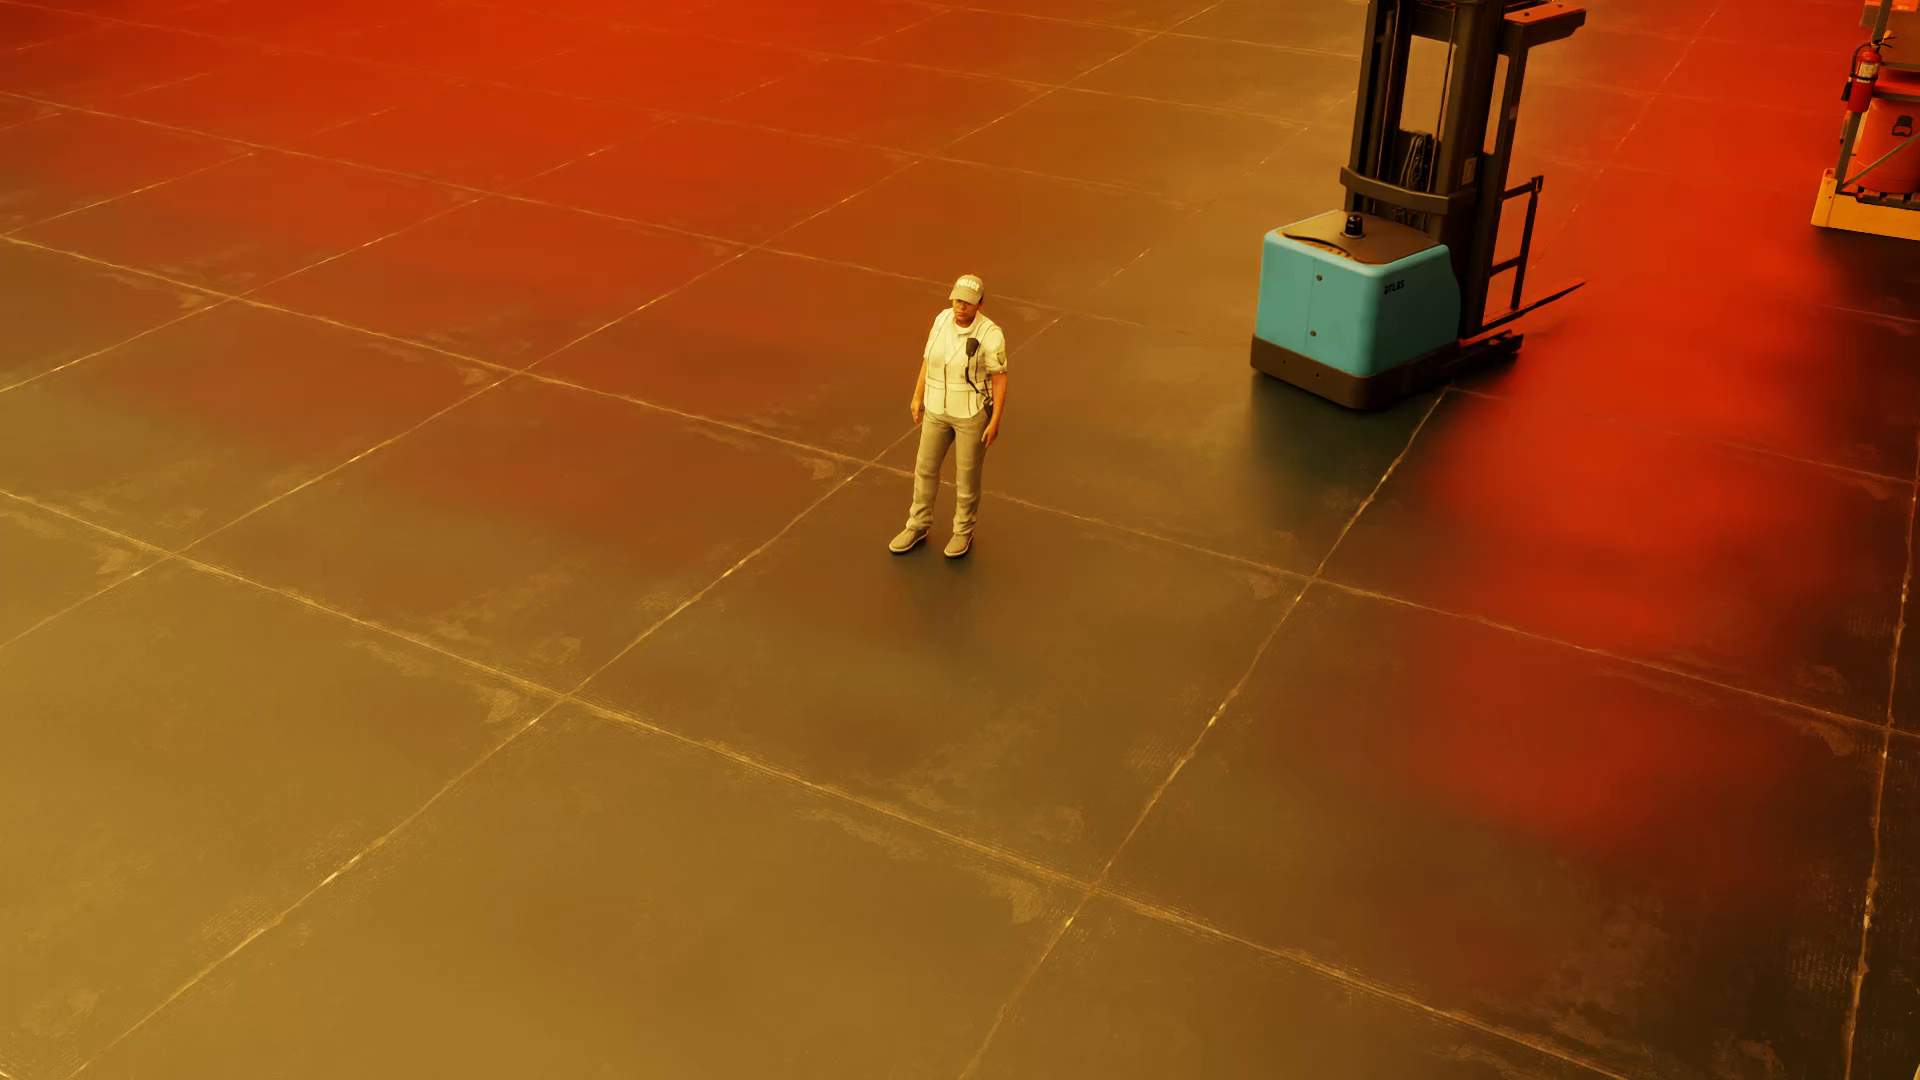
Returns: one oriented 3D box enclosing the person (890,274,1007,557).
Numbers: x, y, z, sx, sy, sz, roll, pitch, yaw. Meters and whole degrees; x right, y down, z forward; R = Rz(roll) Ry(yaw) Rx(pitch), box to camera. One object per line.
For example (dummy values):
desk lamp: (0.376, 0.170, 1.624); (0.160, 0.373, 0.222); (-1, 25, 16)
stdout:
person: (-0.057, -0.701, 9.534); (0.598, 1.670, 0.529); (15, 33, 25)

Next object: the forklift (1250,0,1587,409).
forklift: (3.560, -2.767, 11.866); (3.031, 2.935, 1.130); (-22, 37, -34)
